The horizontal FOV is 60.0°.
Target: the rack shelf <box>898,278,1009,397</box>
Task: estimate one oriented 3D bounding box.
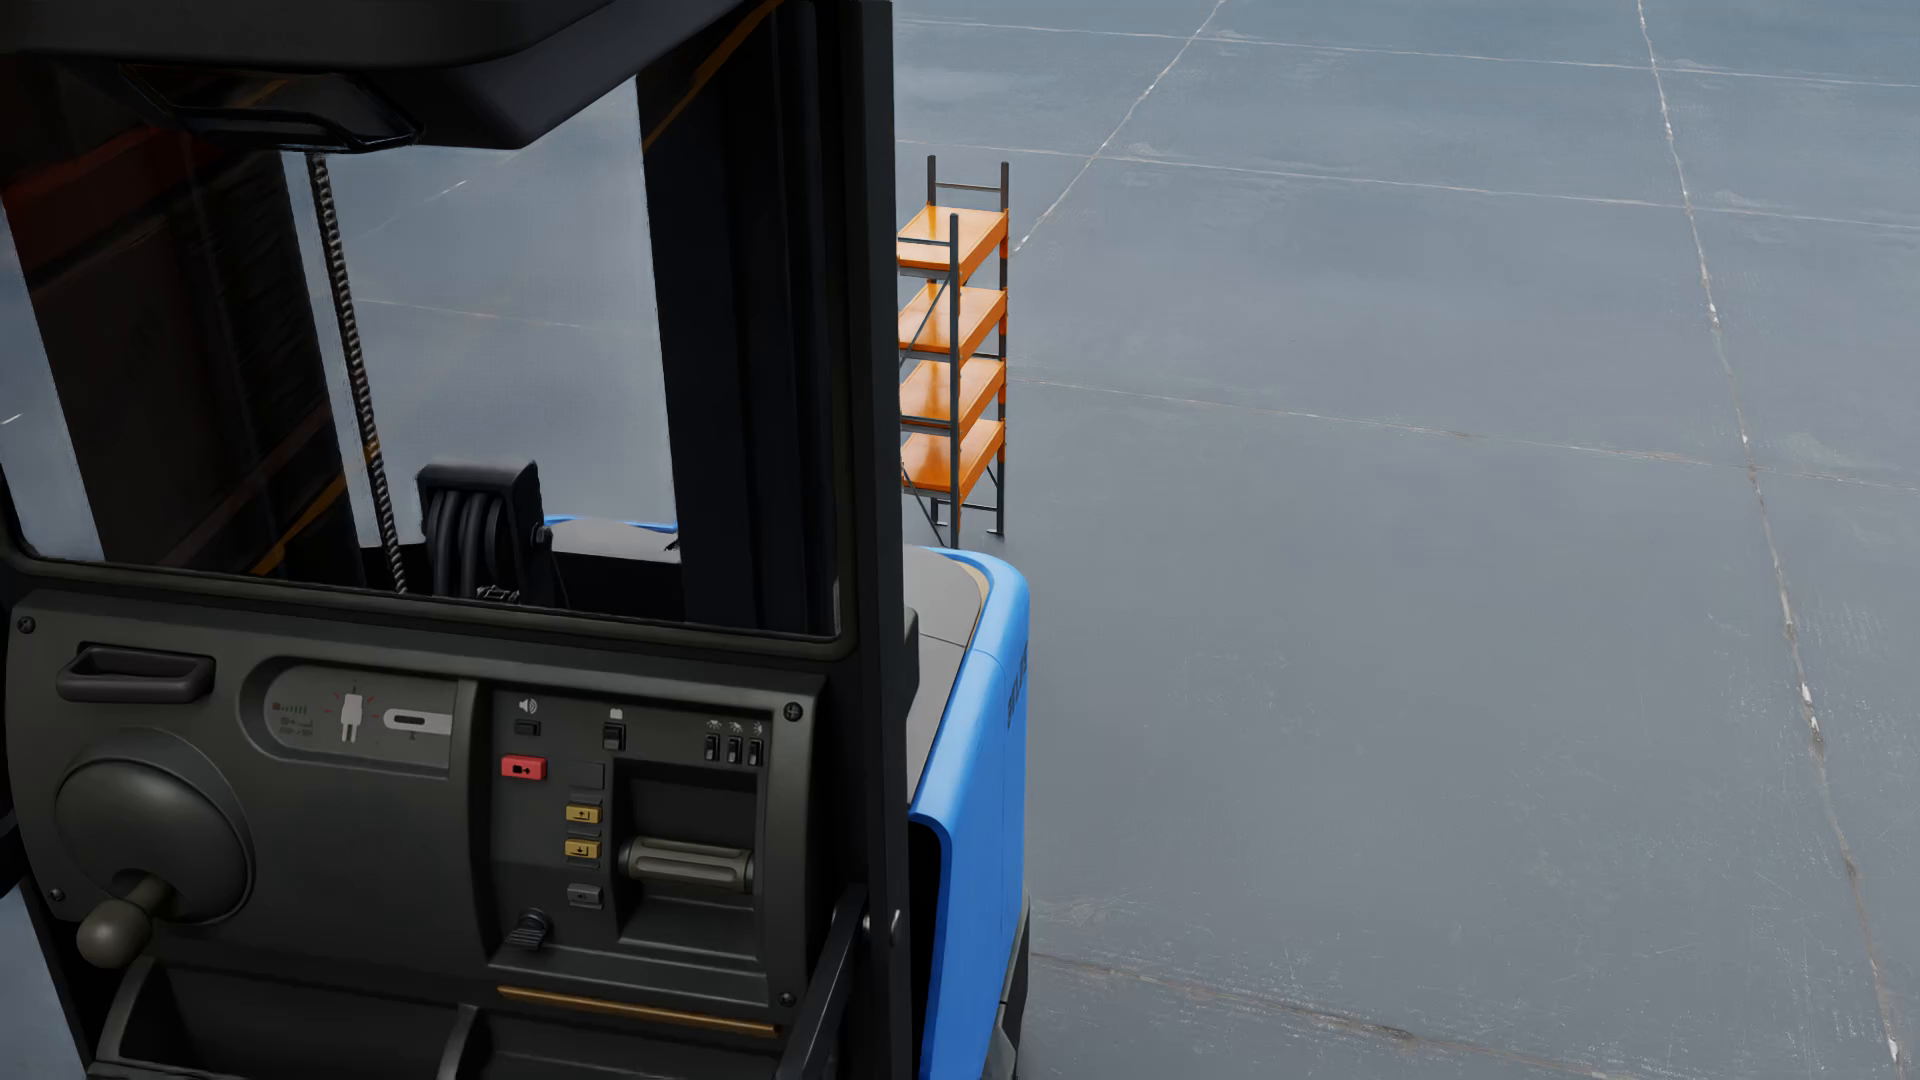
[{"bbox_3d":[-0.049,-0.584,4.744,0.258,0.148,0.480,8,30,15],"label":"rack shelf"}]

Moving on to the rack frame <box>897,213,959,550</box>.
[{"bbox_3d":[-0.120,-0.334,4.616,0.240,1.200,0.015,8,30,15],"label":"rack frame"}]

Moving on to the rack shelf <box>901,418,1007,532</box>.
[{"bbox_3d":[-0.049,-0.215,4.949,0.258,0.148,0.480,8,30,15],"label":"rack shelf"}]

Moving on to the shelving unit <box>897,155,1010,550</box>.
[{"bbox_3d":[-0.049,-0.447,4.820,0.258,1.200,0.503,8,30,15],"label":"shelving unit"}]

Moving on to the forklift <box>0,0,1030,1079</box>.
[{"bbox_3d":[-0.646,0.340,1.623,1.130,2.935,3.031,5,30,10],"label":"forklift"}]

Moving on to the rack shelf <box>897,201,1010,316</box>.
[{"bbox_3d":[-0.049,-0.791,4.629,0.258,0.148,0.480,8,30,15],"label":"rack shelf"}]

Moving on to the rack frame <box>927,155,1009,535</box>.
[{"bbox_3d":[0.023,-0.561,5.024,0.240,1.200,0.015,8,30,15],"label":"rack frame"}]

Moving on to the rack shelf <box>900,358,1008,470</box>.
[{"bbox_3d":[-0.049,-0.389,4.853,0.258,0.148,0.480,8,30,15],"label":"rack shelf"}]
